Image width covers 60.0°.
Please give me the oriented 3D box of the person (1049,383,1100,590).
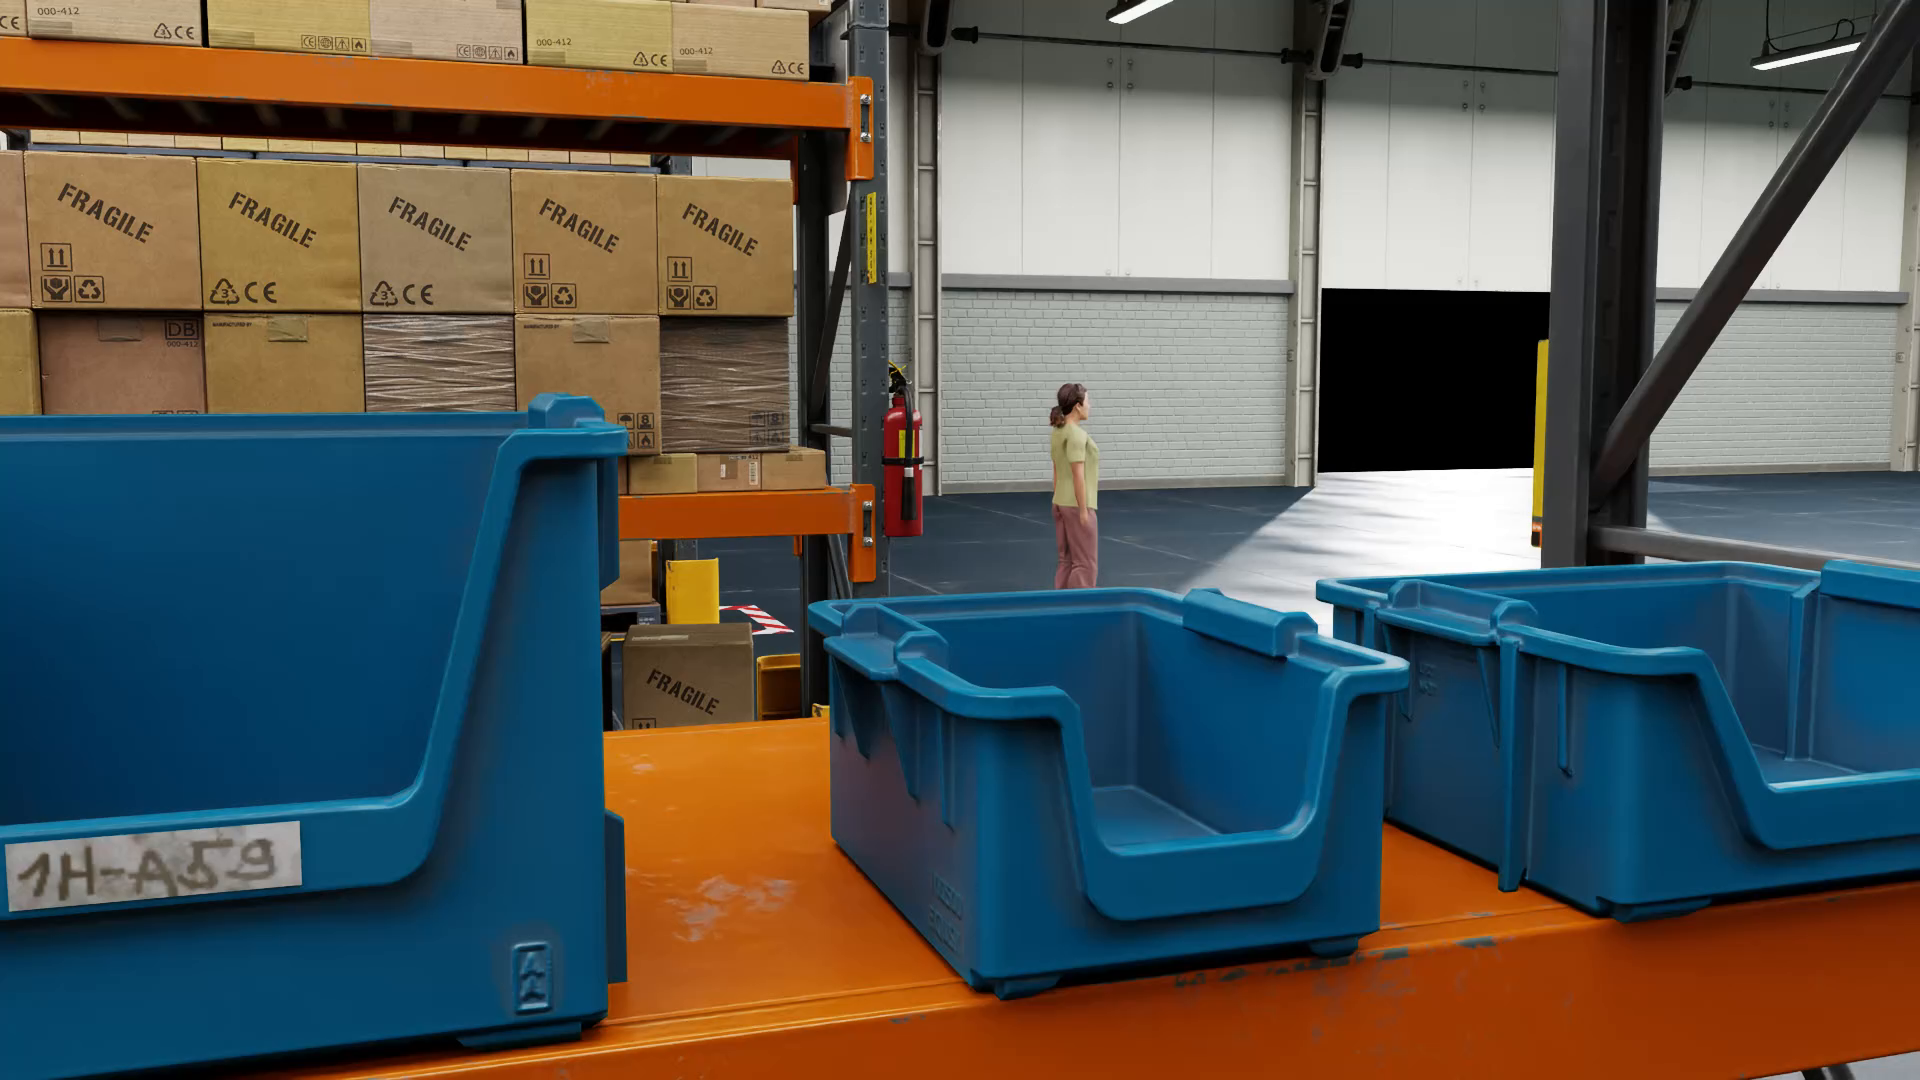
[{"bbox_3d":[0.747,-0.186,10.886,0.369,1.671,0.444,-2,6,-17],"label":"person"}]
